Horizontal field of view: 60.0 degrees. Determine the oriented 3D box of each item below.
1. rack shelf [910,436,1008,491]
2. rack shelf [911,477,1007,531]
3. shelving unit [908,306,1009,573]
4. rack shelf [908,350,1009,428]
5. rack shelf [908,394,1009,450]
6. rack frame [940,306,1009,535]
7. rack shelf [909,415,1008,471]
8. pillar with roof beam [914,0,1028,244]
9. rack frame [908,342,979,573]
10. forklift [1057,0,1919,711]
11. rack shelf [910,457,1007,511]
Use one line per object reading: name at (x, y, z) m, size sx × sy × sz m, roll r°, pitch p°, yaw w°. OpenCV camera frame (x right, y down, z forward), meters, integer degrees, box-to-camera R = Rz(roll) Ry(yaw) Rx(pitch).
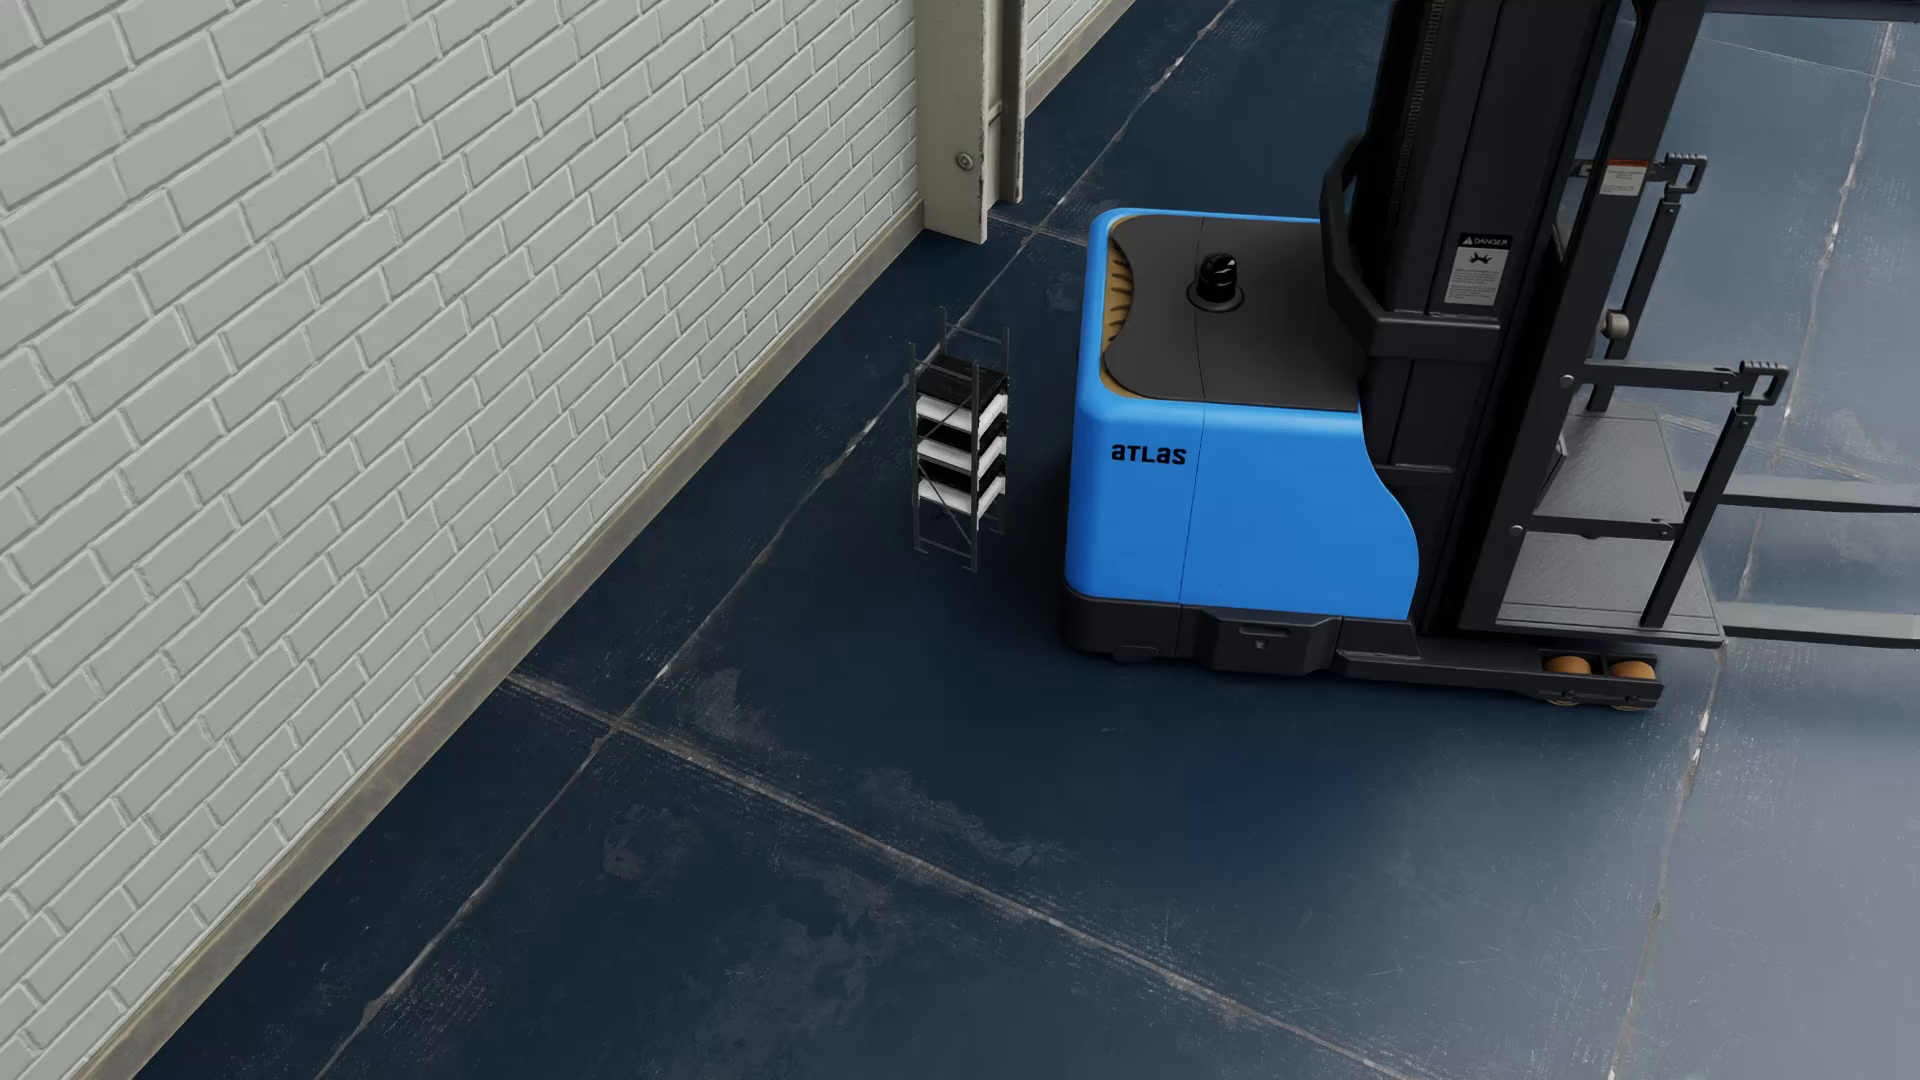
rack shelf at (-0.004, -0.288, 5.449) m, size 0.258 × 0.077 × 0.200 m, roll 20°, pitch 49°, yaw 19°
rack shelf at (-0.004, -0.161, 5.577) m, size 0.258 × 0.077 × 0.200 m, roll 20°, pitch 49°, yaw 19°
shelving unit at (-0.004, -0.311, 5.425) m, size 0.258 × 0.900 × 0.210 m, roll 20°, pitch 49°, yaw 19°
rack shelf at (-0.004, -0.478, 5.257) m, size 0.258 × 0.077 × 0.200 m, roll 20°, pitch 49°, yaw 19°
rack shelf at (-0.004, -0.414, 5.321) m, size 0.258 × 0.077 × 0.200 m, roll 20°, pitch 49°, yaw 19°
rack frame at (0.043, -0.375, 5.488) m, size 0.240 × 0.900 × 0.006 m, roll 20°, pitch 49°, yaw 19°
rack shelf at (-0.004, -0.351, 5.385) m, size 0.258 × 0.077 × 0.200 m, roll 20°, pitch 49°, yaw 19°
pillar with roof beam at (3.858, -3.156, 2.543) m, size 9.100 × 9.000 × 0.400 m, roll 20°, pitch 49°, yaw 19°
rack frame at (-0.051, -0.247, 5.362) m, size 0.240 × 0.900 × 0.006 m, roll 20°, pitch 49°, yaw 19°
forklift at (1.864, -0.895, 4.574) m, size 3.031 × 2.935 × 1.130 m, roll 4°, pitch 45°, yaw 4°
rack shelf at (-0.004, -0.225, 5.513) m, size 0.258 × 0.077 × 0.200 m, roll 20°, pitch 49°, yaw 19°
